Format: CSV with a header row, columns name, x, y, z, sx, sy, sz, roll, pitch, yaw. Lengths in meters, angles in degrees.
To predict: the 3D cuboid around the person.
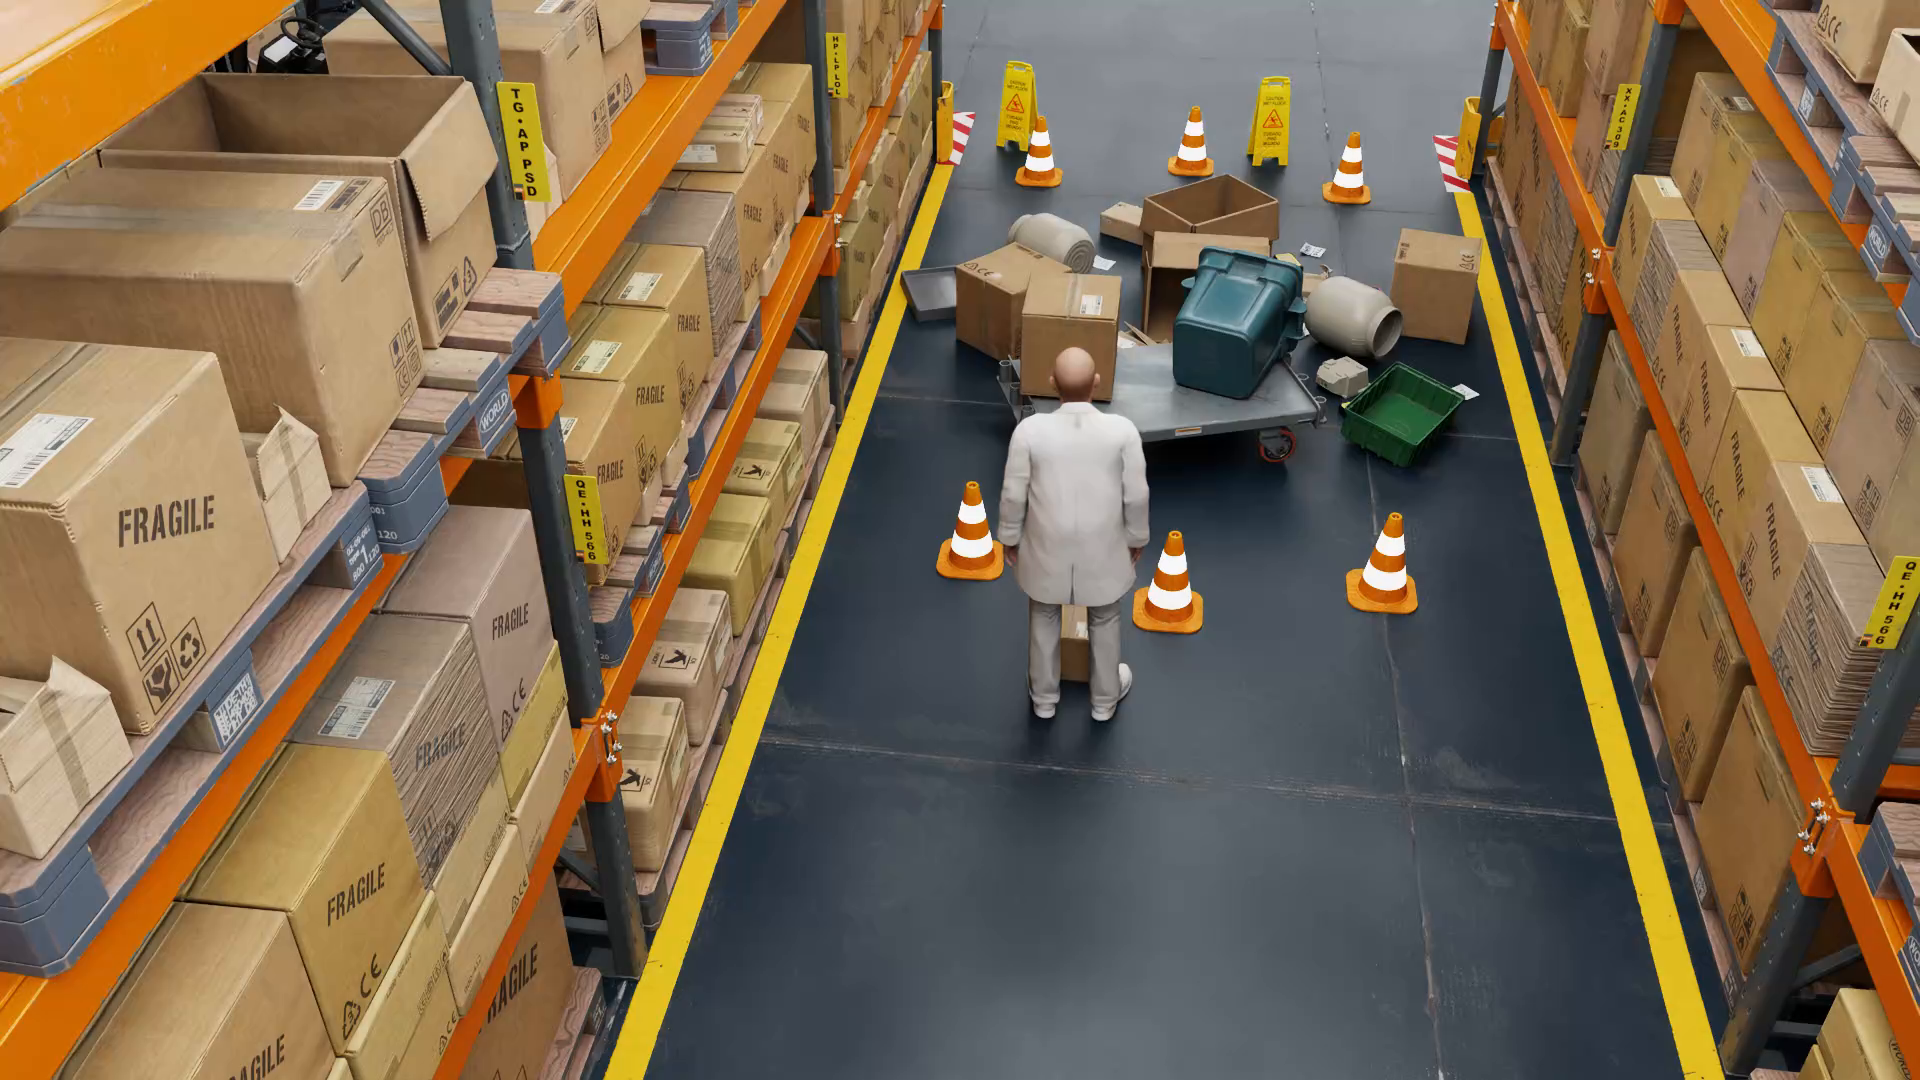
name,x,y,z,sx,sy,sz,roll,pitch,yaw
person,0.478,0.000,7.056,0.647,1.772,0.429,2,36,3
